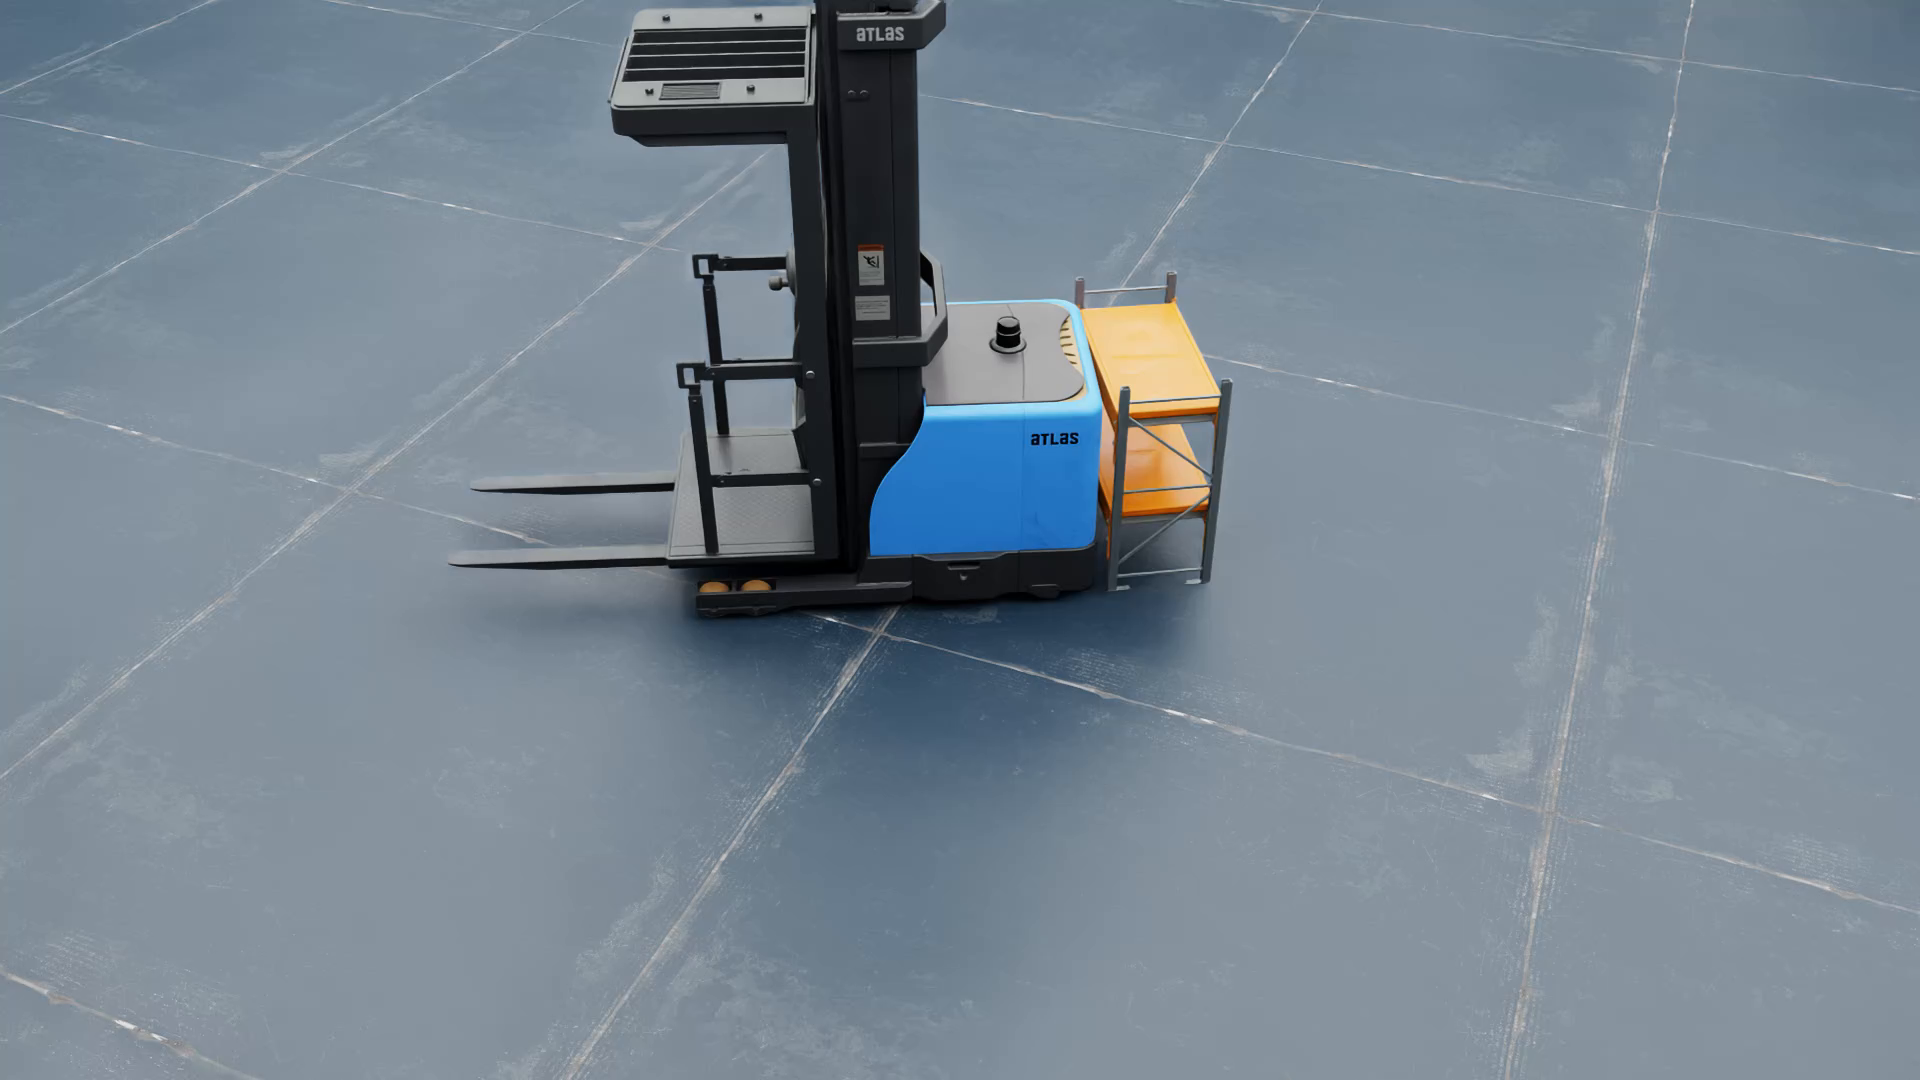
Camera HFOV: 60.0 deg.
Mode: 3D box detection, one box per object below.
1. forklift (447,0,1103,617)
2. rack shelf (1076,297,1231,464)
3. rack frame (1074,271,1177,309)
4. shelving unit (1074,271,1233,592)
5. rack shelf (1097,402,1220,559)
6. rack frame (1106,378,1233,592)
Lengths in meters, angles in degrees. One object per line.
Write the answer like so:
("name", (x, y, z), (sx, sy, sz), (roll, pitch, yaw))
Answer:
("forklift", (-0.895, -1.141, 7.329), (3.031, 2.935, 1.130), (-2, 37, -3))
("rack shelf", (0.879, -0.768, 7.850), (0.538, 0.278, 1.000), (-5, 37, -6))
("rack frame", (0.809, -0.836, 8.428), (0.500, 1.125, 0.032), (-5, 37, -6))
("shelving unit", (0.879, -0.534, 8.025), (0.538, 1.125, 1.048), (-5, 37, -6))
("rack shelf", (0.879, -0.338, 8.171), (0.538, 0.278, 1.000), (-5, 37, -6))
("rack frame", (0.949, -0.233, 7.622), (0.500, 1.125, 0.032), (-5, 37, -6))
